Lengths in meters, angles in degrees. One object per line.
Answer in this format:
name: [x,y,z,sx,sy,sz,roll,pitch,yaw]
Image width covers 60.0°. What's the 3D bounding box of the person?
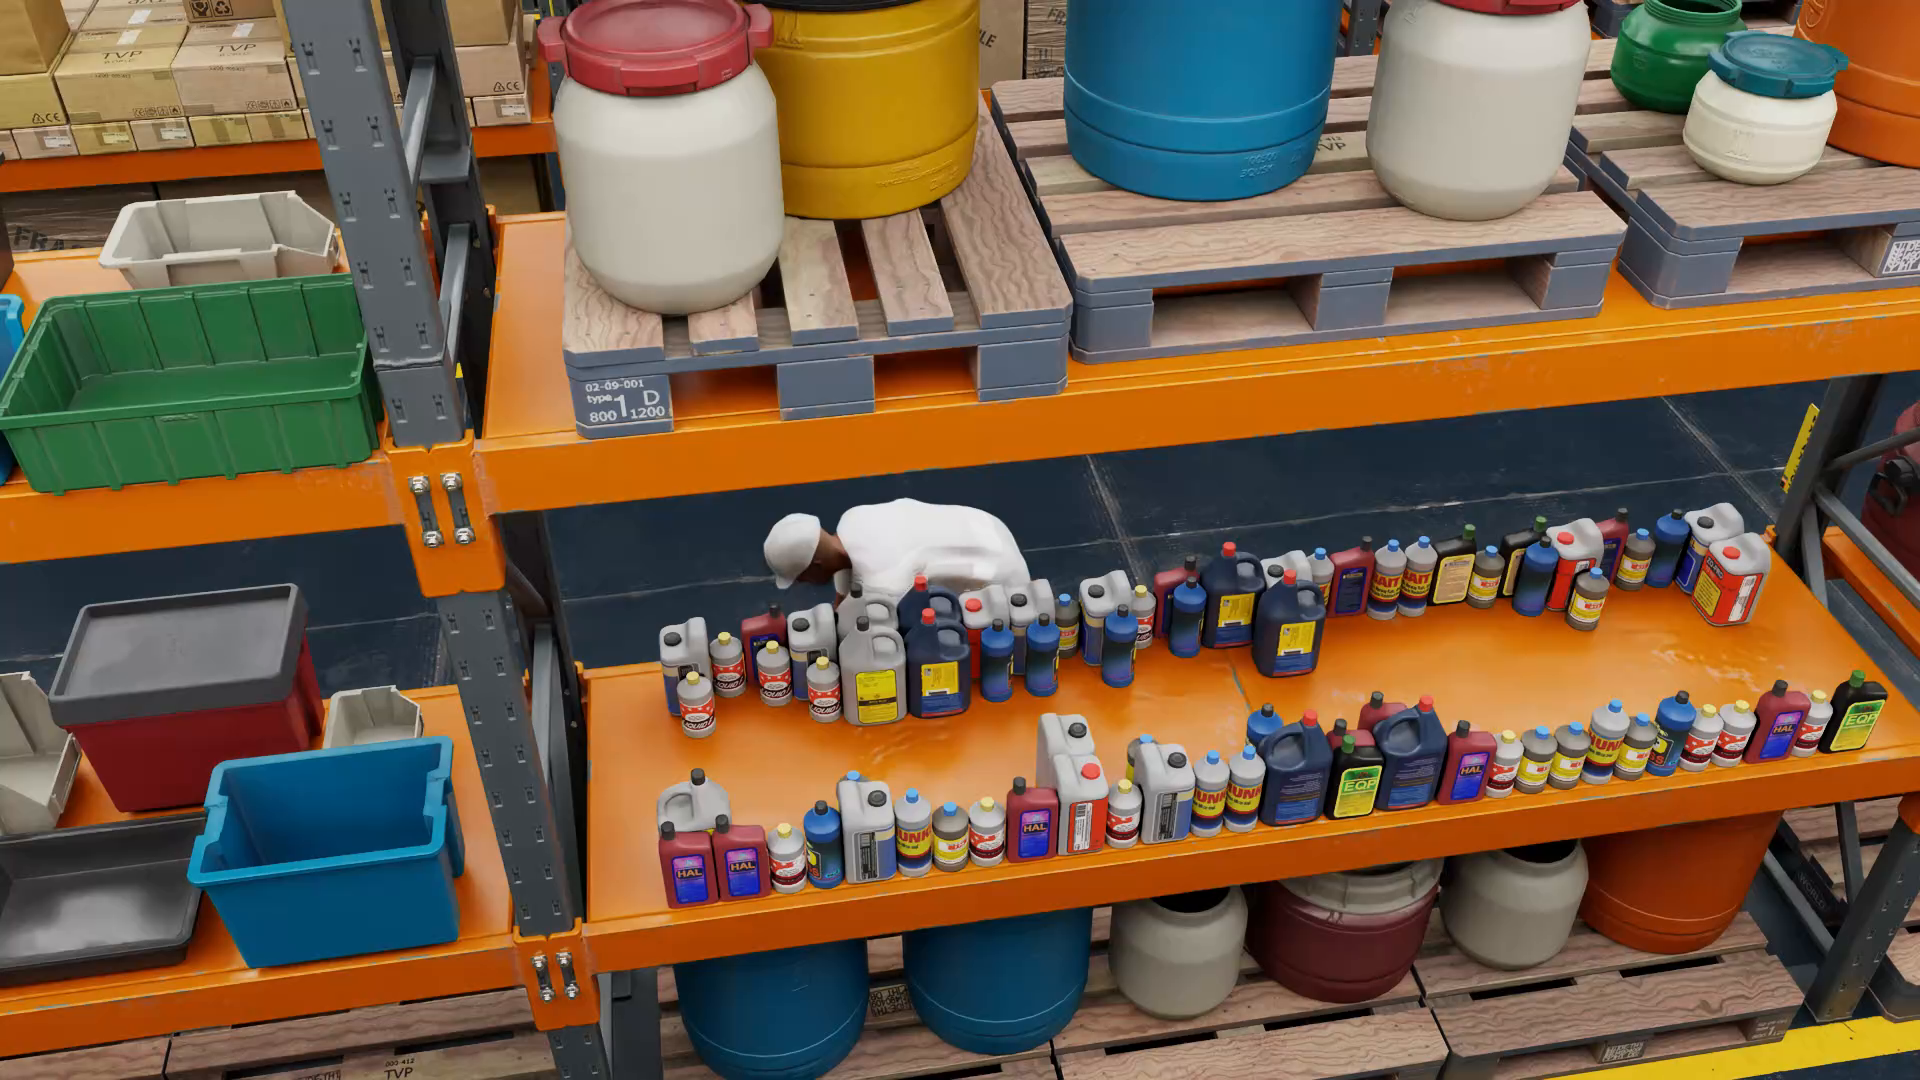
person: [-0.218,0.351,6.119,0.946,1.231,0.498,-9,39,-12]
